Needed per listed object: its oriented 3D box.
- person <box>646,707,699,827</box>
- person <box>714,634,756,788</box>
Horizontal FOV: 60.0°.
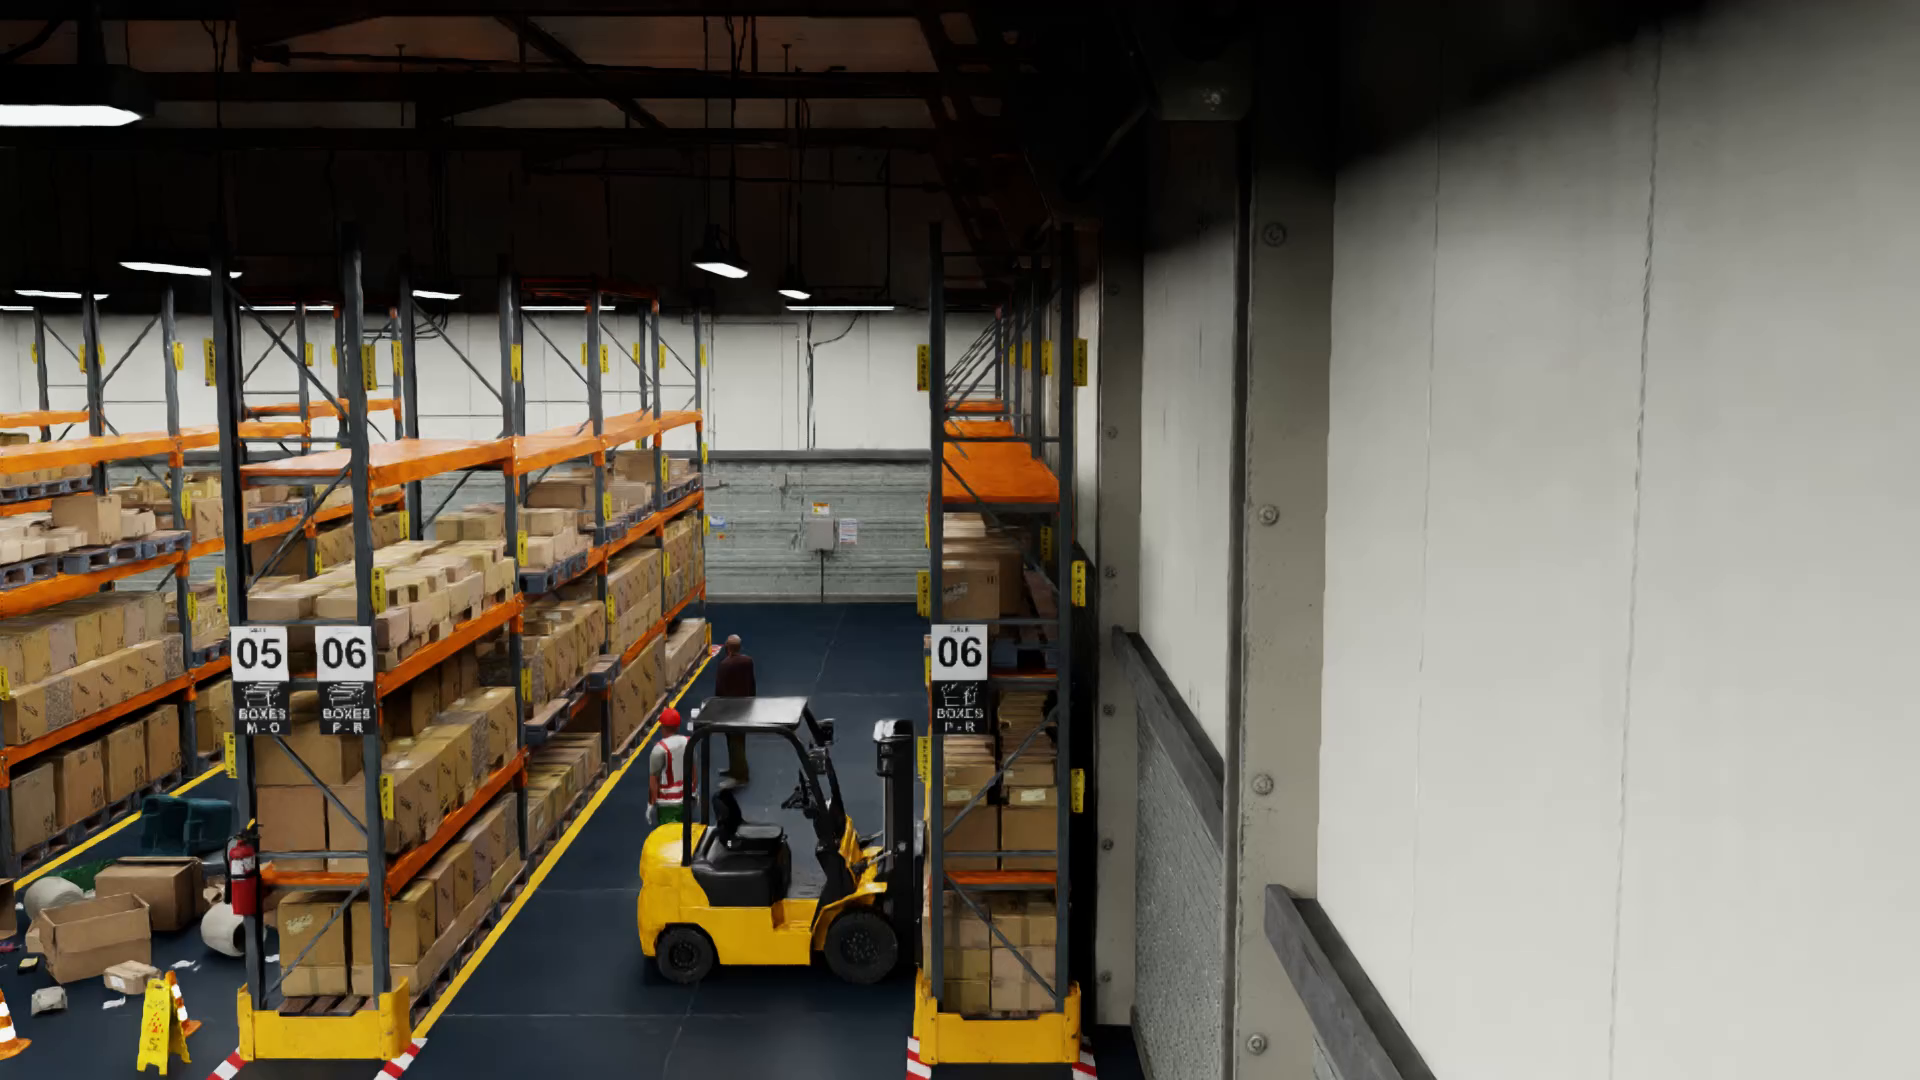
[{"bbox_3d":[-2.716,2.447,15.617,0.577,1.785,0.655,4,8,30],"label":"person"},{"bbox_3d":[-2.689,1.982,19.613,0.630,1.773,0.678,4,8,29],"label":"person"}]
